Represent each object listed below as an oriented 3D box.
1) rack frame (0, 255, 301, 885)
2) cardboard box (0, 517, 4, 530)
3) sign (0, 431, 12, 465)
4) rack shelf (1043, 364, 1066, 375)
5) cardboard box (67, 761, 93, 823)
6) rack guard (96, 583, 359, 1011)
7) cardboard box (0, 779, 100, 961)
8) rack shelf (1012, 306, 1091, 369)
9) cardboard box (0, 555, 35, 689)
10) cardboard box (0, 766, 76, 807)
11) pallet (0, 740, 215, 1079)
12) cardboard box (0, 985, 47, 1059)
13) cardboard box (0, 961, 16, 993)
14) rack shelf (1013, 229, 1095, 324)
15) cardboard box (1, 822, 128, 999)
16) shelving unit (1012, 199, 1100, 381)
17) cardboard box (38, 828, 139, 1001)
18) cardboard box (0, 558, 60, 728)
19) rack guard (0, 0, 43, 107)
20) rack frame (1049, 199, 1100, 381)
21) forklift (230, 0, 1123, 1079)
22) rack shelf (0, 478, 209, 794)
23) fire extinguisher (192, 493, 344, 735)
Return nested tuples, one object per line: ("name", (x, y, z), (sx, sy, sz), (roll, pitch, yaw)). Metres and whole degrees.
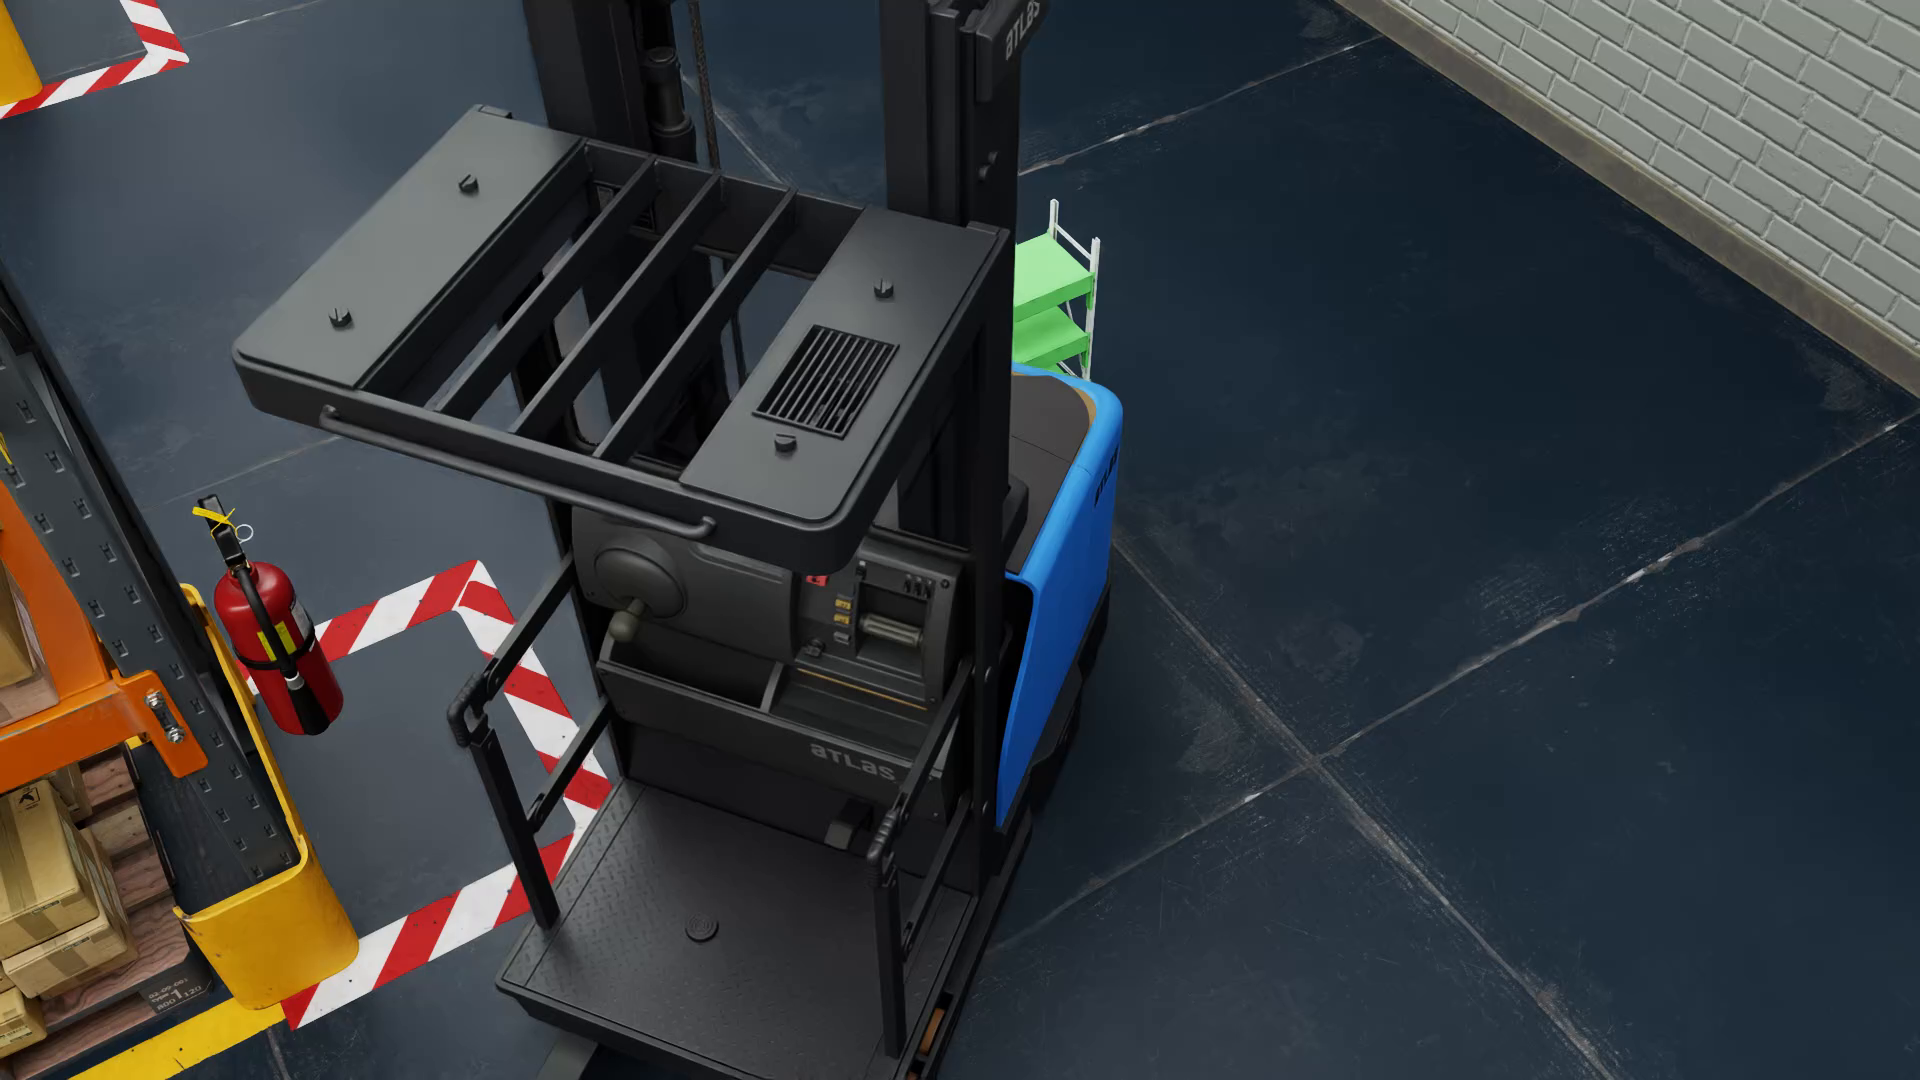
("rack frame", (-2.072, -0.147, 3.872), (0.127, 3.000, 1.000), (-25, 53, -21))
("cardboard box", (-2.520, -0.141, 4.036), (0.250, 0.149, 0.380), (-26, 53, -21))
("sign", (-1.792, -0.279, 3.003), (0.005, 0.325, 0.100), (-25, 53, -21))
("rack shelf", (0.140, -0.423, 5.408), (0.480, 0.148, 0.258), (-25, 53, -21))
("cardboard box", (-2.686, 0.668, 4.774), (0.250, 0.149, 0.380), (-24, 53, -20))
("rack guard", (-2.136, 0.715, 4.779), (0.348, 0.500, 1.175), (-25, 53, -21))
("cardboard box", (-2.384, 0.835, 4.228), (0.250, 0.149, 0.380), (-25, 53, -20))
("rack shelf", (0.140, -0.582, 5.229), (0.480, 0.148, 0.258), (-25, 53, -21))
("cardboard box", (-2.314, 0.062, 3.420), (0.500, 0.500, 0.500), (-24, 53, -20))
("cardboard box", (-2.652, 0.609, 4.628), (0.250, 0.149, 0.380), (-23, 52, -19))
("pallet", (-2.842, 1.112, 4.618), (1.213, 0.211, 1.003), (-25, 53, -21))
("cardboard box", (-2.569, 1.169, 4.328), (0.250, 0.149, 0.380), (-24, 52, -20))
("cardboard box", (-2.616, 1.023, 4.259), (0.250, 0.149, 0.380), (-26, 53, -22))
("rack shelf", (0.140, -0.742, 5.050), (0.480, 0.148, 0.258), (-25, 53, -21))
("cardboard box", (-2.366, 0.953, 4.321), (0.250, 0.149, 0.380), (-27, 53, -22))
("shelving unit", (0.140, -0.465, 5.361), (0.503, 1.200, 0.258), (-25, 53, -21))
("cardboard box", (-2.406, 1.003, 4.476), (0.250, 0.149, 0.380), (-24, 53, -20))
("cardboard box", (-2.197, 0.245, 3.691), (0.250, 0.149, 0.380), (-25, 53, -21))
("rack guard", (-4.612, -2.498, 7.640), (0.348, 0.500, 1.175), (-25, 53, -21))
("rack frame", (0.346, -0.562, 5.447), (0.015, 1.200, 0.240), (-25, 53, -21))
("forklift", (-0.526, 0.211, 3.599), (1.130, 2.935, 3.031), (16, 50, 14))
("rack shelf", (-3.763, 0.889, 3.431), (4.000, 0.370, 1.077), (-25, 53, -21))
("fire extinguisher", (-1.612, 0.194, 3.870), (0.183, 0.674, 0.296), (-25, 53, -21))
